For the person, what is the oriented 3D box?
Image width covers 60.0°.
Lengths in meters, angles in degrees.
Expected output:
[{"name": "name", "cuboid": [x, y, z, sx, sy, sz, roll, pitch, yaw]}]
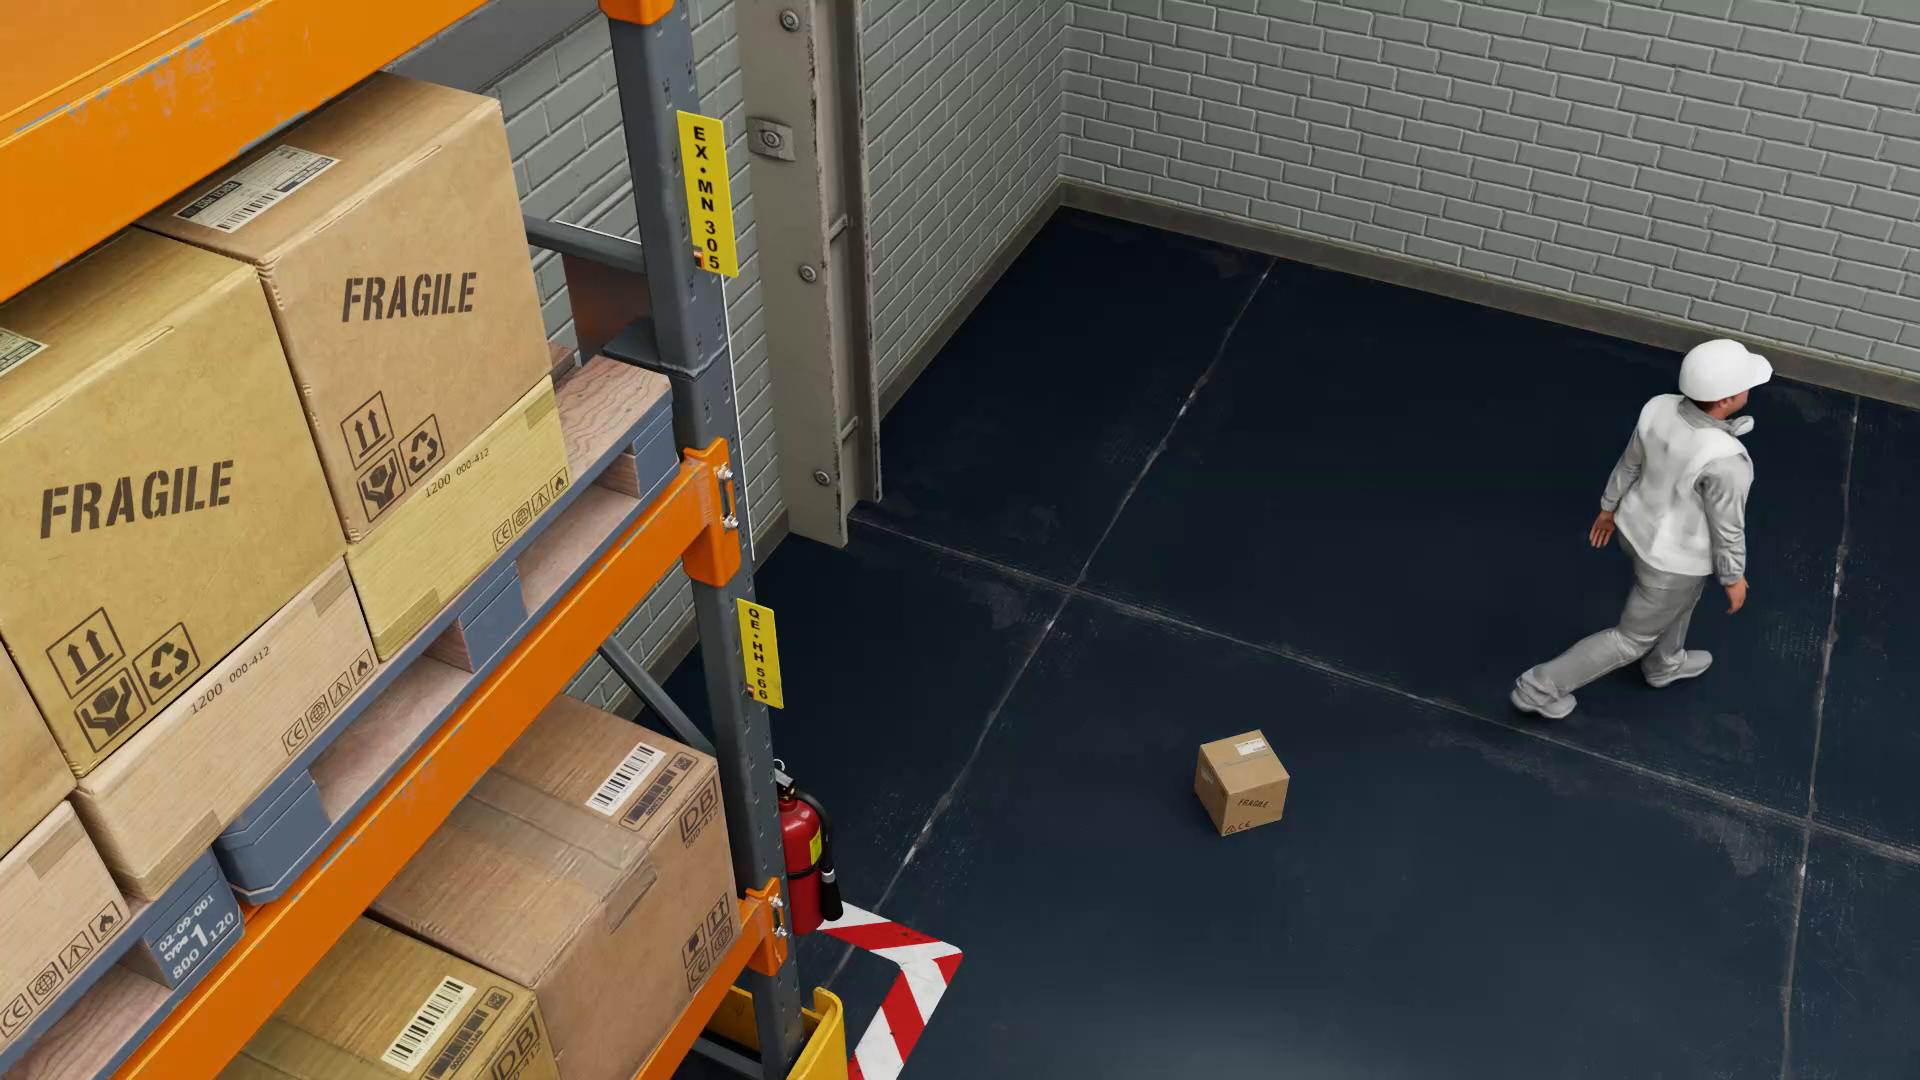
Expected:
[{"name": "person", "cuboid": [2.622, 0.007, 6.133, 0.973, 1.737, 0.558, -7, 42, -8]}]
